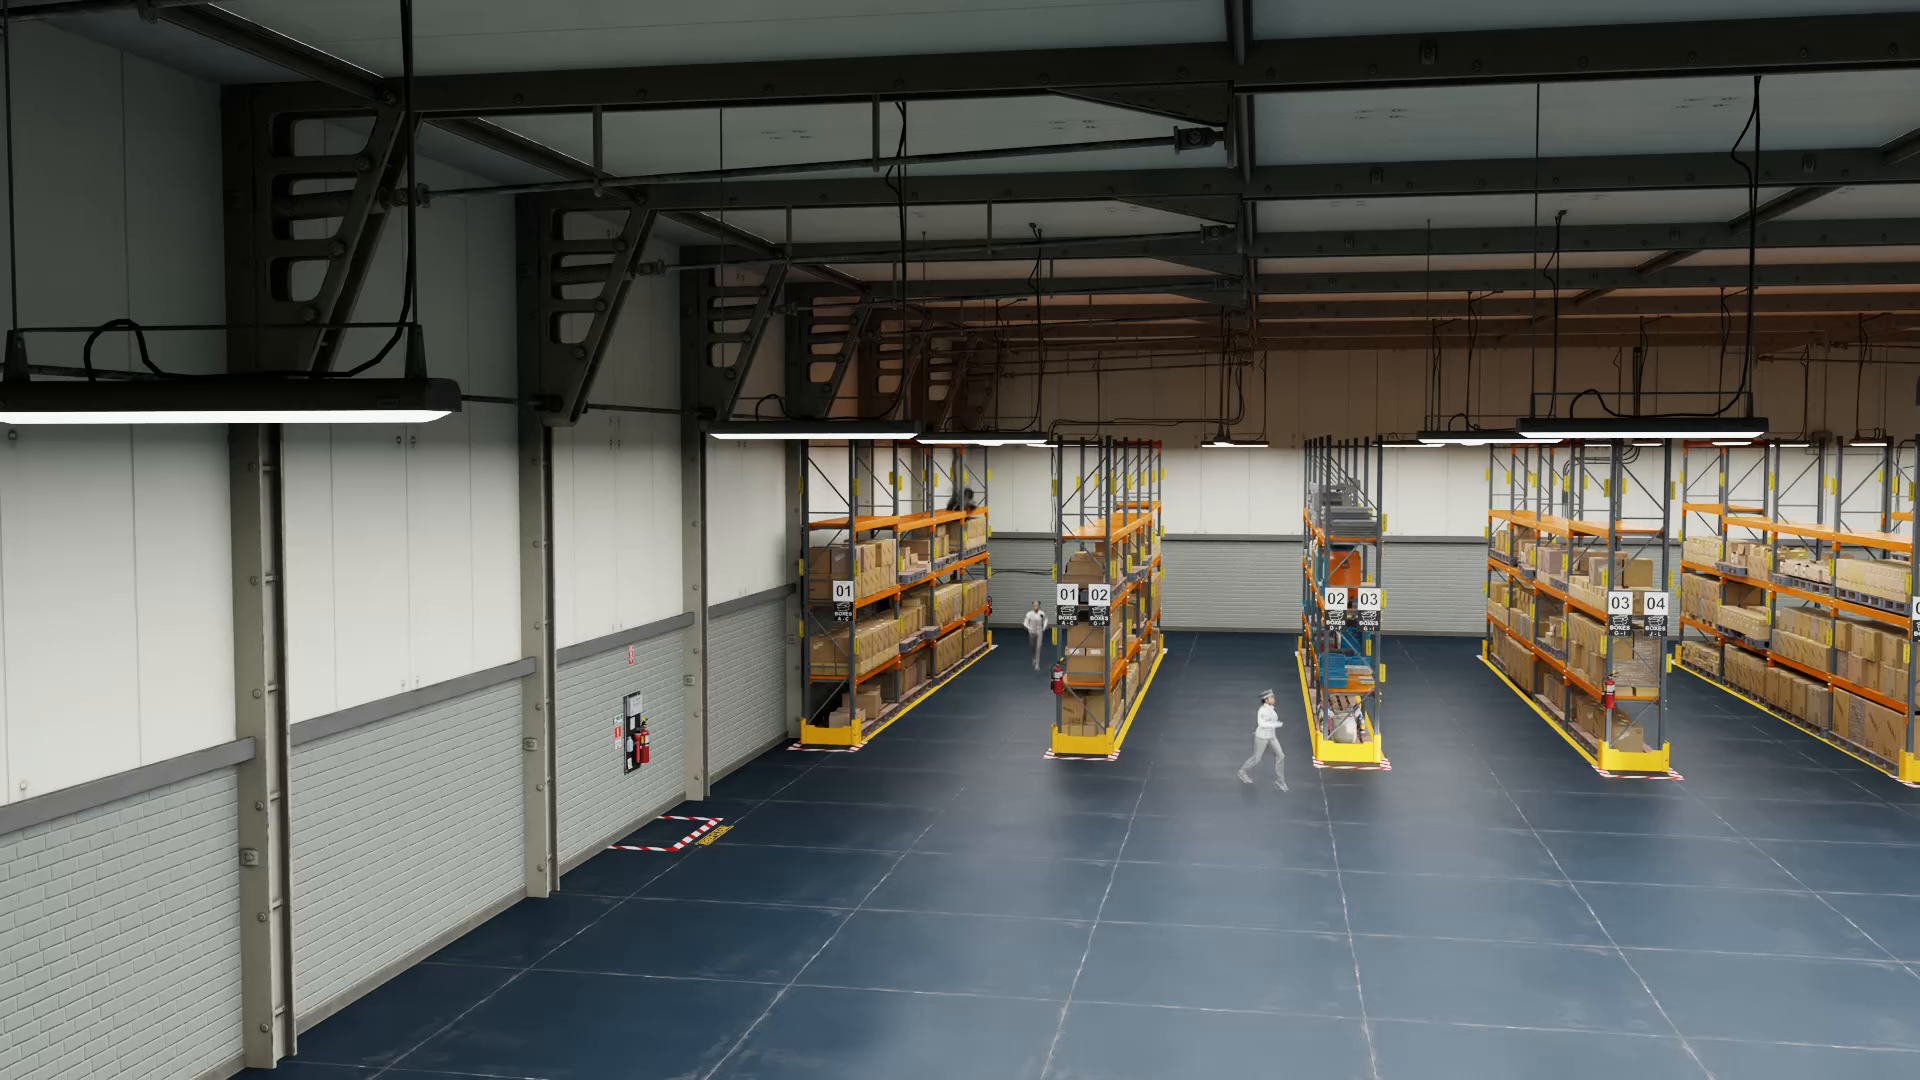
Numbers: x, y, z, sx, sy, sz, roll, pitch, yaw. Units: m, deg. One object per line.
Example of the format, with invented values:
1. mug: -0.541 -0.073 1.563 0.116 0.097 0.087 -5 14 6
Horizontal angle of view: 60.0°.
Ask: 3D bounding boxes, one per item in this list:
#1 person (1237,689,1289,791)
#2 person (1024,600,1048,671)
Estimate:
1. person: 5.097 3.375 28.070 0.909 1.745 0.581 2 4 38
2. person: 1.893 2.360 41.736 0.584 1.705 1.083 0 3 7
